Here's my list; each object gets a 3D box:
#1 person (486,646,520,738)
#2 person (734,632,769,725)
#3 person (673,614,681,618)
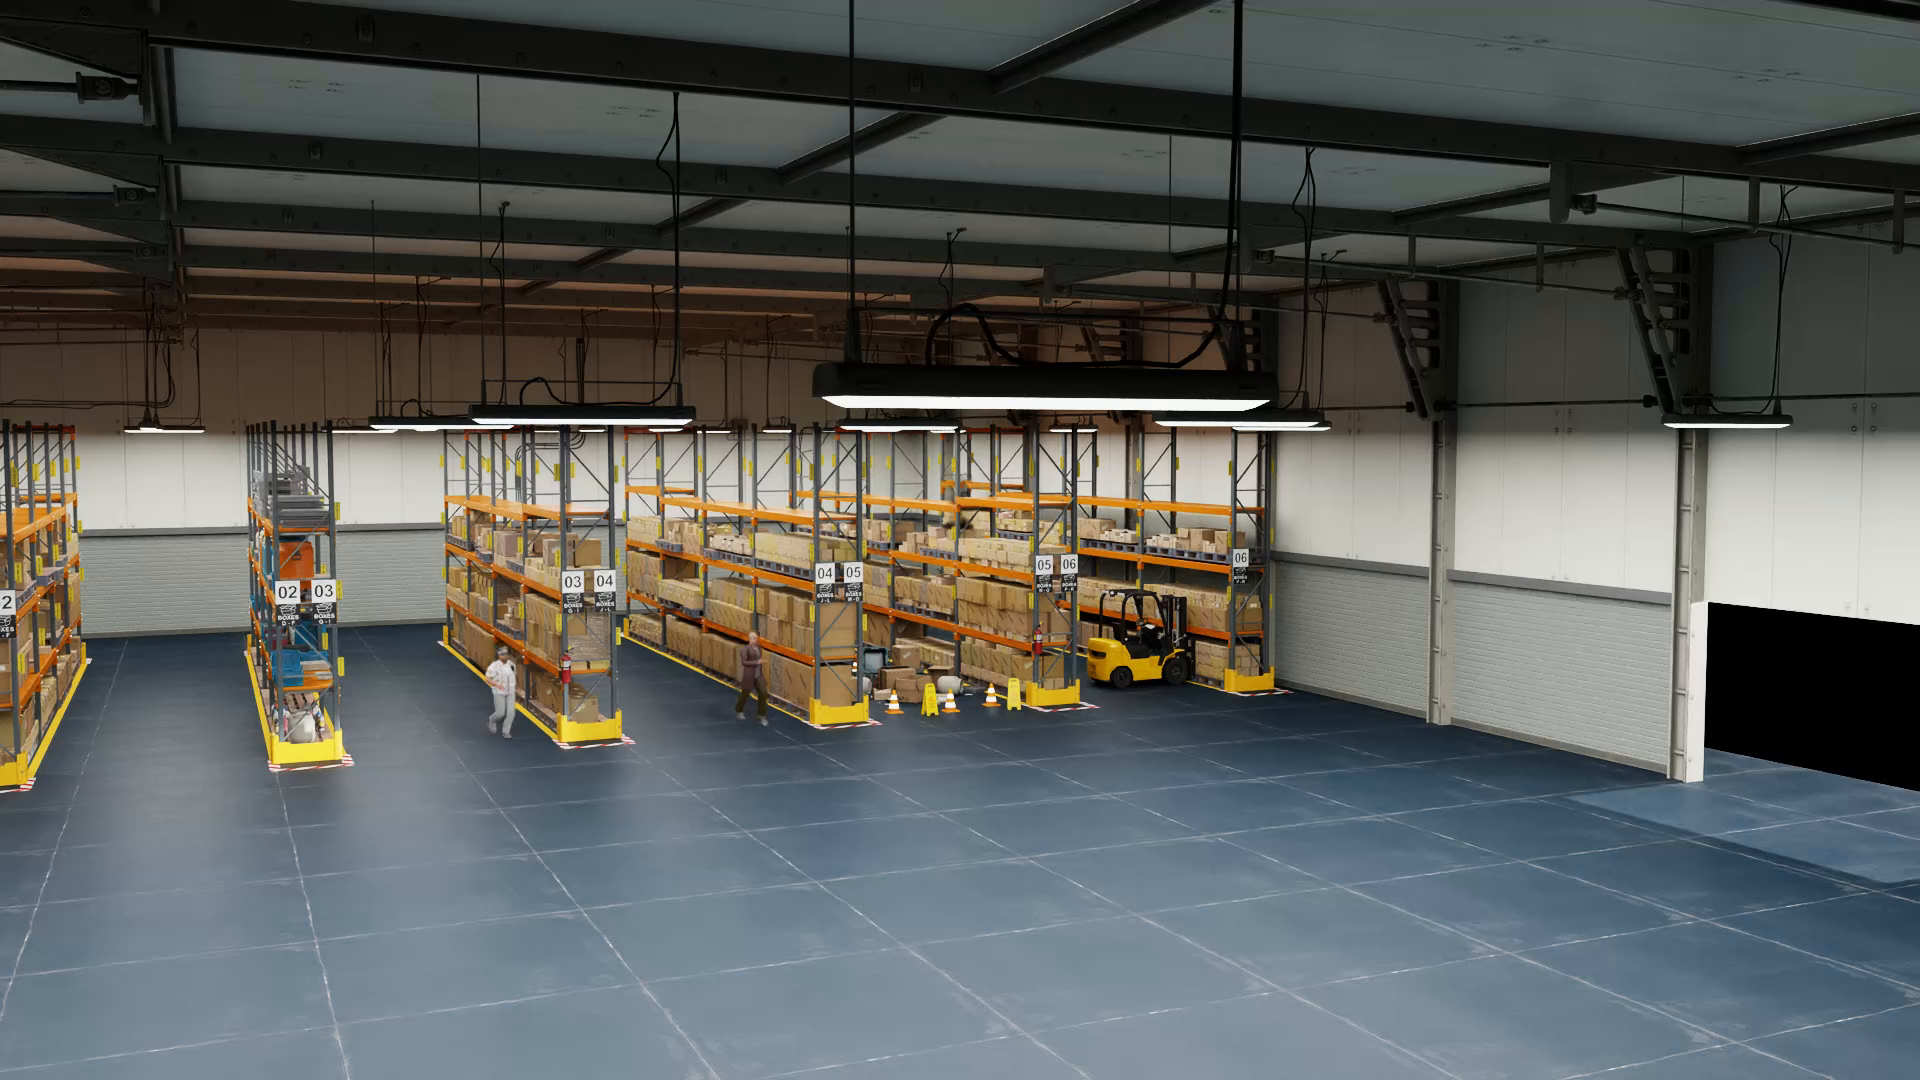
[{"bbox_3d":[-8.677,2.878,31.580,0.658,1.736,0.680,-3,5,-41],"label":"person"},{"bbox_3d":[-4.164,2.752,33.166,0.950,1.841,0.673,3,5,43],"label":"person"},{"bbox_3d":[-8.237,1.895,48.852,0.693,1.622,0.648,2,4,33],"label":"person"}]
